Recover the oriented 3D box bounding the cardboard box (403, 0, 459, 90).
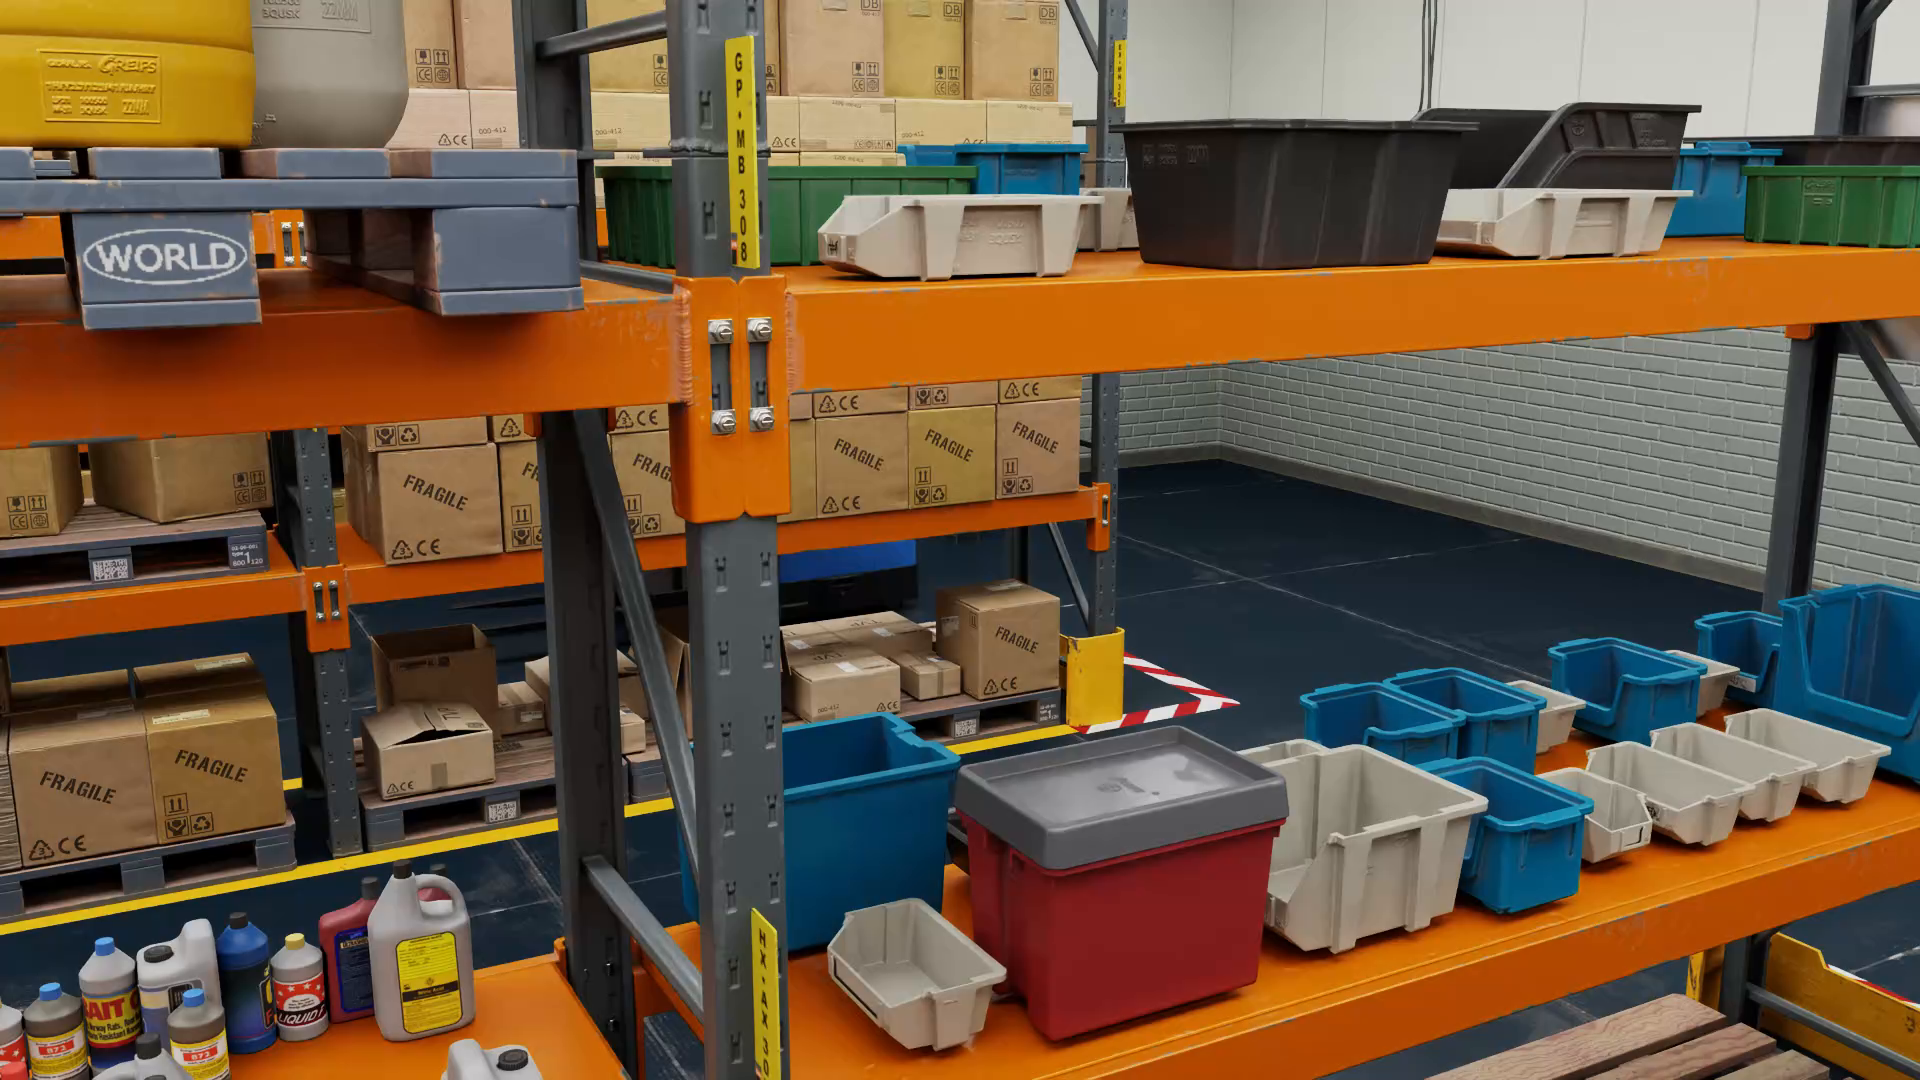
[{"bbox_3d":[-2.540,-2.214,7.276,0.500,0.500,0.700,-7,14,-28],"label":"cardboard box"}]

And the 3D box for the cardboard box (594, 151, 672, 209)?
[{"bbox_3d":[-1.523,-1.653,7.632,0.500,0.250,0.500,-7,14,-28],"label":"cardboard box"}]

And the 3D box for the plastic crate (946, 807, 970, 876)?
[{"bbox_3d":[0.275,0.735,4.000,0.590,0.125,0.437,-7,14,-28],"label":"plastic crate"}]

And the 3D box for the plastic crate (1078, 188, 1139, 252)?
[{"bbox_3d":[0.355,-0.742,3.843,0.466,0.136,0.293,-7,14,-28],"label":"plastic crate"}]

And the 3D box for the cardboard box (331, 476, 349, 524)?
[{"bbox_3d":[-4.620,-0.154,12.197,0.500,0.500,0.700,-7,14,-27],"label":"cardboard box"}]

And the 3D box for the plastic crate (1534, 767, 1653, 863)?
[{"bbox_3d":[1.558,0.696,4.151,0.250,0.136,0.298,-7,14,-28],"label":"plastic crate"}]

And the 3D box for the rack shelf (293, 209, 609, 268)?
[{"bbox_3d":[-1.193,-1.478,8.151,4.000,0.370,1.077,-7,14,-28],"label":"rack shelf"}]

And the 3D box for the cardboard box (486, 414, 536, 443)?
[{"bbox_3d":[-1.948,-0.741,7.567,0.500,0.500,0.500,-7,15,-30],"label":"cardboard box"}]

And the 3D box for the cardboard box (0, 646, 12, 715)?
[{"bbox_3d":[-4.368,0.593,7.125,0.500,0.250,0.500,-7,14,-28],"label":"cardboard box"}]

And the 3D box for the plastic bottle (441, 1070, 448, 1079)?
[{"bbox_3d":[-0.846,0.978,2.882,0.097,0.201,0.097,0,13,0],"label":"plastic bottle"}]

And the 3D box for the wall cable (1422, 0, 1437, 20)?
[{"bbox_3d":[4.617,-5.411,12.726,0.112,2.526,3.097,-7,14,-28],"label":"wall cable"}]

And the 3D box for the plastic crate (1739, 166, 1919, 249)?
[{"bbox_3d":[2.203,-0.822,4.081,0.336,0.188,0.450,-7,14,-28],"label":"plastic crate"}]

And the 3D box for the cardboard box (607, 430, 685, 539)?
[{"bbox_3d":[-1.483,-0.312,7.934,0.500,0.500,0.500,-7,14,-28],"label":"cardboard box"}]

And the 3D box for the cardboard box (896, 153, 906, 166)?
[{"bbox_3d":[-0.207,-1.811,8.333,0.500,0.250,0.500,-7,14,-28],"label":"cardboard box"}]

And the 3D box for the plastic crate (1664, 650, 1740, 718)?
[{"bbox_3d":[2.237,0.459,5.203,0.298,0.136,0.250,-7,14,-28],"label":"plastic crate"}]

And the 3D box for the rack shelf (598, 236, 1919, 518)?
[{"bbox_3d":[1.177,-0.523,3.908,4.000,0.370,1.077,-7,14,-28],"label":"rack shelf"}]

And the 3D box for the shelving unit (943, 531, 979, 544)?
[{"bbox_3d":[0.007,-0.440,13.514,0.210,0.900,0.258,-7,14,-28],"label":"shelving unit"}]

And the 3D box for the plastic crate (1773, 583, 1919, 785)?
[{"bbox_3d":[2.728,0.404,4.766,0.499,0.435,0.616,-7,14,-28],"label":"plastic crate"}]

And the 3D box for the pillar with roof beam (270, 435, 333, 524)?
[{"bbox_3d":[-3.063,-3.447,8.429,0.400,9.000,9.100,-7,14,-28],"label":"pillar with roof beam"}]

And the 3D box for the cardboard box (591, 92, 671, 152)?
[{"bbox_3d":[-1.520,-1.896,7.572,0.500,0.250,0.500,-7,14,-28],"label":"cardboard box"}]

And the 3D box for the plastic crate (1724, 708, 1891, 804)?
[{"bbox_3d":[2.303,0.599,4.579,0.243,0.136,0.396,-7,14,-28],"label":"plastic crate"}]

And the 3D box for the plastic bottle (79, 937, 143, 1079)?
[{"bbox_3d":[-1.604,0.883,3.145,0.097,0.271,0.097,0,13,0],"label":"plastic bottle"}]

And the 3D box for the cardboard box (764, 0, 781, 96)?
[{"bbox_3d":[-1.232,-2.375,7.992,0.500,0.500,0.700,-7,14,-28],"label":"cardboard box"}]

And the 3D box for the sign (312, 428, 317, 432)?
[{"bbox_3d":[-2.680,-0.613,6.866,0.005,0.325,0.100,-7,14,-28],"label":"sign"}]

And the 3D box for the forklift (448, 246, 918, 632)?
[{"bbox_3d":[-1.823,-0.890,10.888,3.031,2.935,1.130,-7,15,-30],"label":"forklift"}]

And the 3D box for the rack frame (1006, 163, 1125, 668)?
[{"bbox_3d":[0.562,-0.576,9.336,0.127,3.000,1.000,-7,14,-28],"label":"rack frame"}]

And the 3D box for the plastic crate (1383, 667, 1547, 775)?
[{"bbox_3d":[1.402,0.533,4.656,0.300,0.233,0.416,-7,14,-28],"label":"plastic crate"}]

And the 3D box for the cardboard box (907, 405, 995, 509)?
[{"bbox_3d":[-0.154,-0.470,8.637,0.500,0.500,0.500,-7,14,-27],"label":"cardboard box"}]

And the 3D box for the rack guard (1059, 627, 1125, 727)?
[{"bbox_3d":[0.495,0.652,9.575,0.348,0.500,1.175,-7,14,-28],"label":"rack guard"}]

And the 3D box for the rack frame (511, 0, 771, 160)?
[{"bbox_3d":[-0.579,-2.127,2.564,0.127,3.000,1.000,-7,14,-28],"label":"rack frame"}]

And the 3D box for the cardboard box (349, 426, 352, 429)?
[{"bbox_3d":[-2.629,-0.795,7.804,0.500,0.500,0.500,-7,14,-28],"label":"cardboard box"}]

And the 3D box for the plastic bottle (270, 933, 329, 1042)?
[{"bbox_3d":[-1.315,0.883,3.307,0.097,0.201,0.097,0,13,0],"label":"plastic bottle"}]

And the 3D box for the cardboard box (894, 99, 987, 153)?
[{"bbox_3d":[-0.205,-2.054,8.276,0.500,0.250,0.500,-7,14,-28],"label":"cardboard box"}]

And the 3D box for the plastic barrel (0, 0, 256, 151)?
[{"bbox_3d":[-1.283,-0.825,2.227,0.600,0.588,0.600,0,13,0],"label":"plastic barrel"}]

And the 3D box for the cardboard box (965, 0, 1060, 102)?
[{"bbox_3d":[0.119,-2.519,8.632,0.500,0.500,0.700,-7,14,-28],"label":"cardboard box"}]

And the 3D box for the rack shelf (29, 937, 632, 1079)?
[{"bbox_3d":[-2.334,1.361,2.367,4.000,0.370,1.077,-7,14,-28],"label":"rack shelf"}]

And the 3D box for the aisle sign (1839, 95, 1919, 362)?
[{"bbox_3d":[2.853,-0.954,5.095,0.004,0.787,0.394,-7,14,-28],"label":"aisle sign"}]

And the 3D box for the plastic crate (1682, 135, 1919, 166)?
[{"bbox_3d":[2.461,-1.034,4.837,0.590,0.269,0.497,-7,14,-28],"label":"plastic crate"}]

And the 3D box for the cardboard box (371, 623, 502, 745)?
[{"bbox_3d":[-2.585,0.735,8.202,0.500,0.500,0.500,-7,14,-28],"label":"cardboard box"}]

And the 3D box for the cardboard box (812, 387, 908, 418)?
[{"bbox_3d":[-0.593,-0.904,8.289,0.500,0.500,0.500,-6,14,-26],"label":"cardboard box"}]

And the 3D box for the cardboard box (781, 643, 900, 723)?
[{"bbox_3d":[-0.645,0.750,8.706,0.500,0.250,0.500,-7,14,-28],"label":"cardboard box"}]

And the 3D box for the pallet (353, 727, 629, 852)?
[{"bbox_3d":[-2.346,1.133,8.093,1.213,0.211,1.003,-7,14,-28],"label":"pallet"}]

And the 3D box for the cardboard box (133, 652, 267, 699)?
[{"bbox_3d":[-3.490,0.854,7.675,0.500,0.500,0.500,-8,15,-30],"label":"cardboard box"}]

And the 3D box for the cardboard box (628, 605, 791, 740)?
[{"bbox_3d":[-1.302,0.650,8.575,0.637,0.503,0.797,-7,14,-28],"label":"cardboard box"}]

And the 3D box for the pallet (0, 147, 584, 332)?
[{"bbox_3d":[-1.220,-0.470,2.464,1.003,0.211,1.213,-7,14,-28],"label":"pallet"}]

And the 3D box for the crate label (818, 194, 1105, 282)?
[{"bbox_3d":[-0.011,-0.531,2.904,0.466,0.136,0.293,-7,14,-28],"label":"crate label"}]

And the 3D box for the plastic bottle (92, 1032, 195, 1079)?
[{"bbox_3d":[-1.298,0.956,2.642,0.185,0.351,0.144,-7,14,-28],"label":"plastic bottle"}]

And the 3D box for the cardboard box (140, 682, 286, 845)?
[{"bbox_3d":[-3.245,0.957,7.217,0.500,0.500,0.500,-7,14,-28],"label":"cardboard box"}]

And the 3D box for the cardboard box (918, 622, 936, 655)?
[{"bbox_3d":[-0.190,0.596,9.581,0.250,0.166,0.380,-7,14,-28],"label":"cardboard box"}]

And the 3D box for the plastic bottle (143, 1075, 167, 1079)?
[{"bbox_3d":[-1.229,0.984,2.519,0.185,0.351,0.144,-7,14,-28],"label":"plastic bottle"}]
